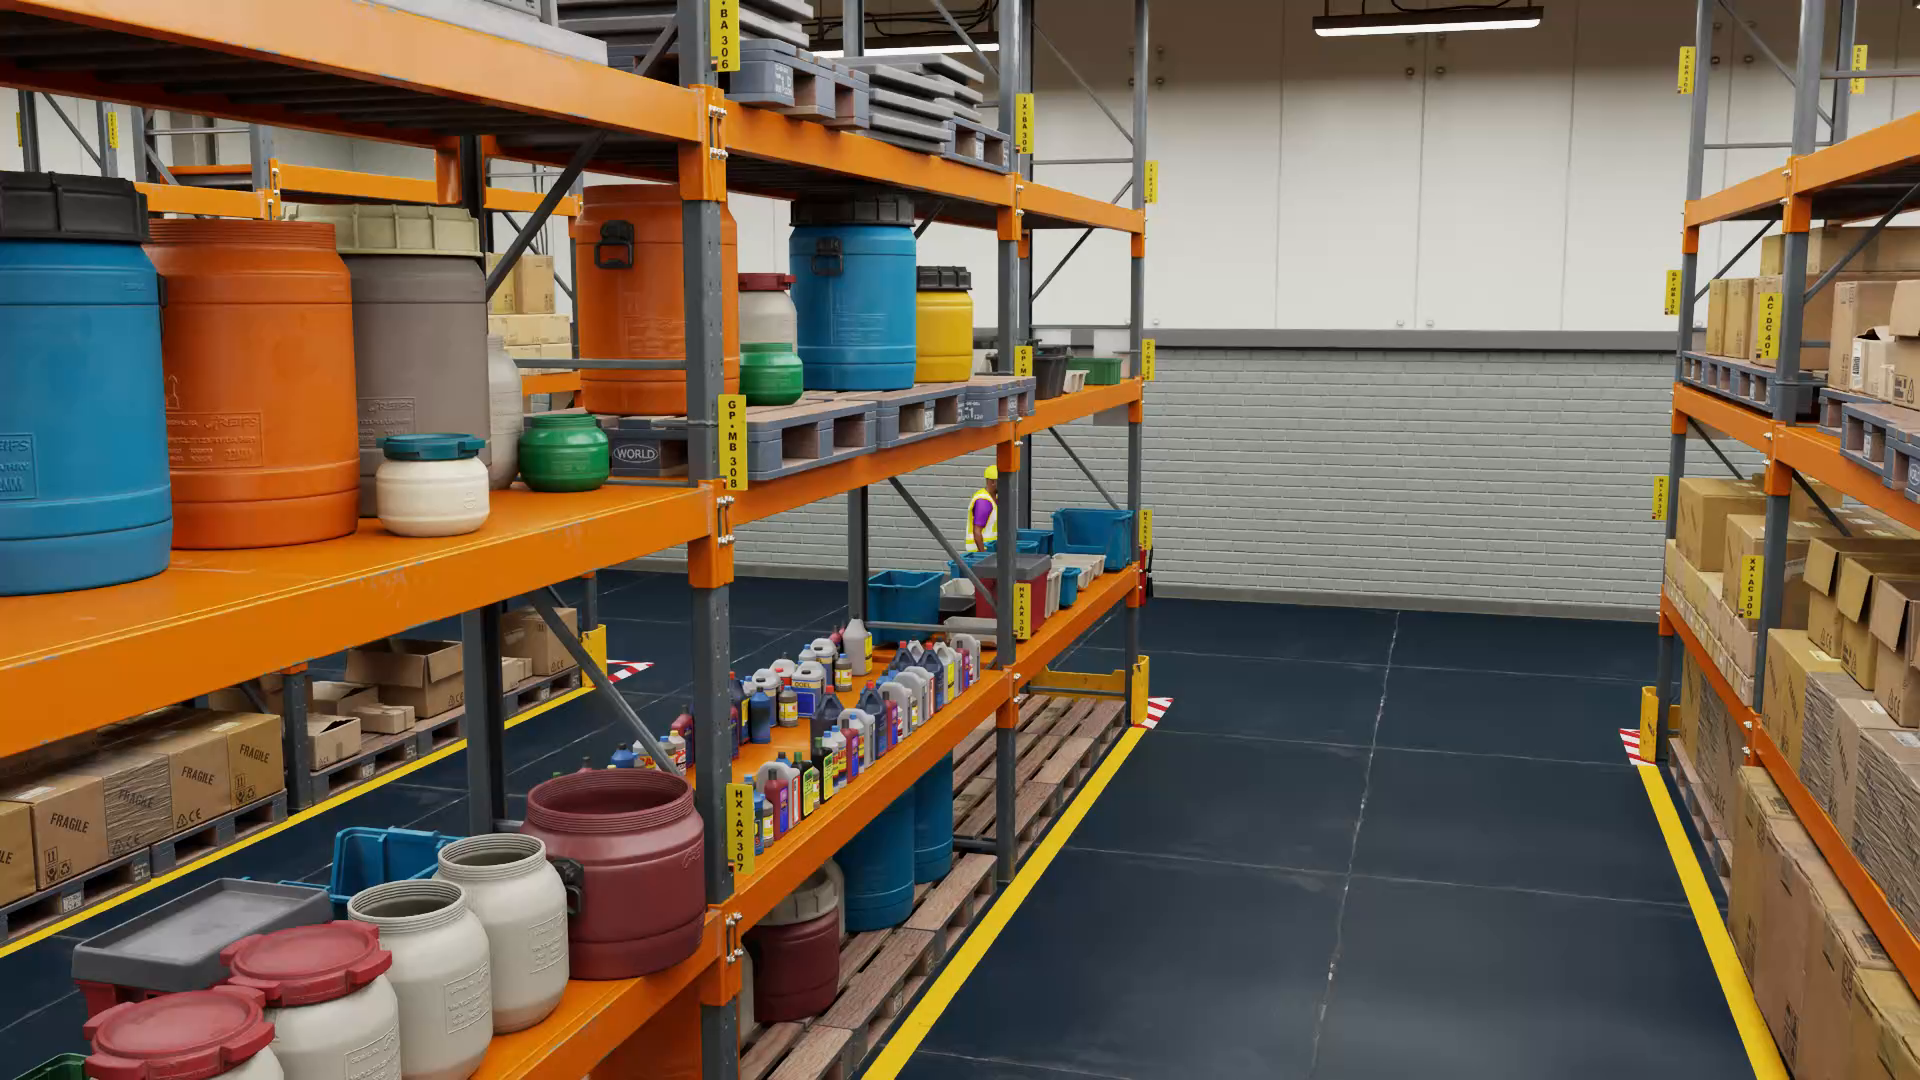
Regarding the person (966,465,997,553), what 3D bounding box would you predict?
[{"bbox_3d":[0.298,0.114,16.984,0.456,1.761,0.627,2,9,16],"label":"person"}]
